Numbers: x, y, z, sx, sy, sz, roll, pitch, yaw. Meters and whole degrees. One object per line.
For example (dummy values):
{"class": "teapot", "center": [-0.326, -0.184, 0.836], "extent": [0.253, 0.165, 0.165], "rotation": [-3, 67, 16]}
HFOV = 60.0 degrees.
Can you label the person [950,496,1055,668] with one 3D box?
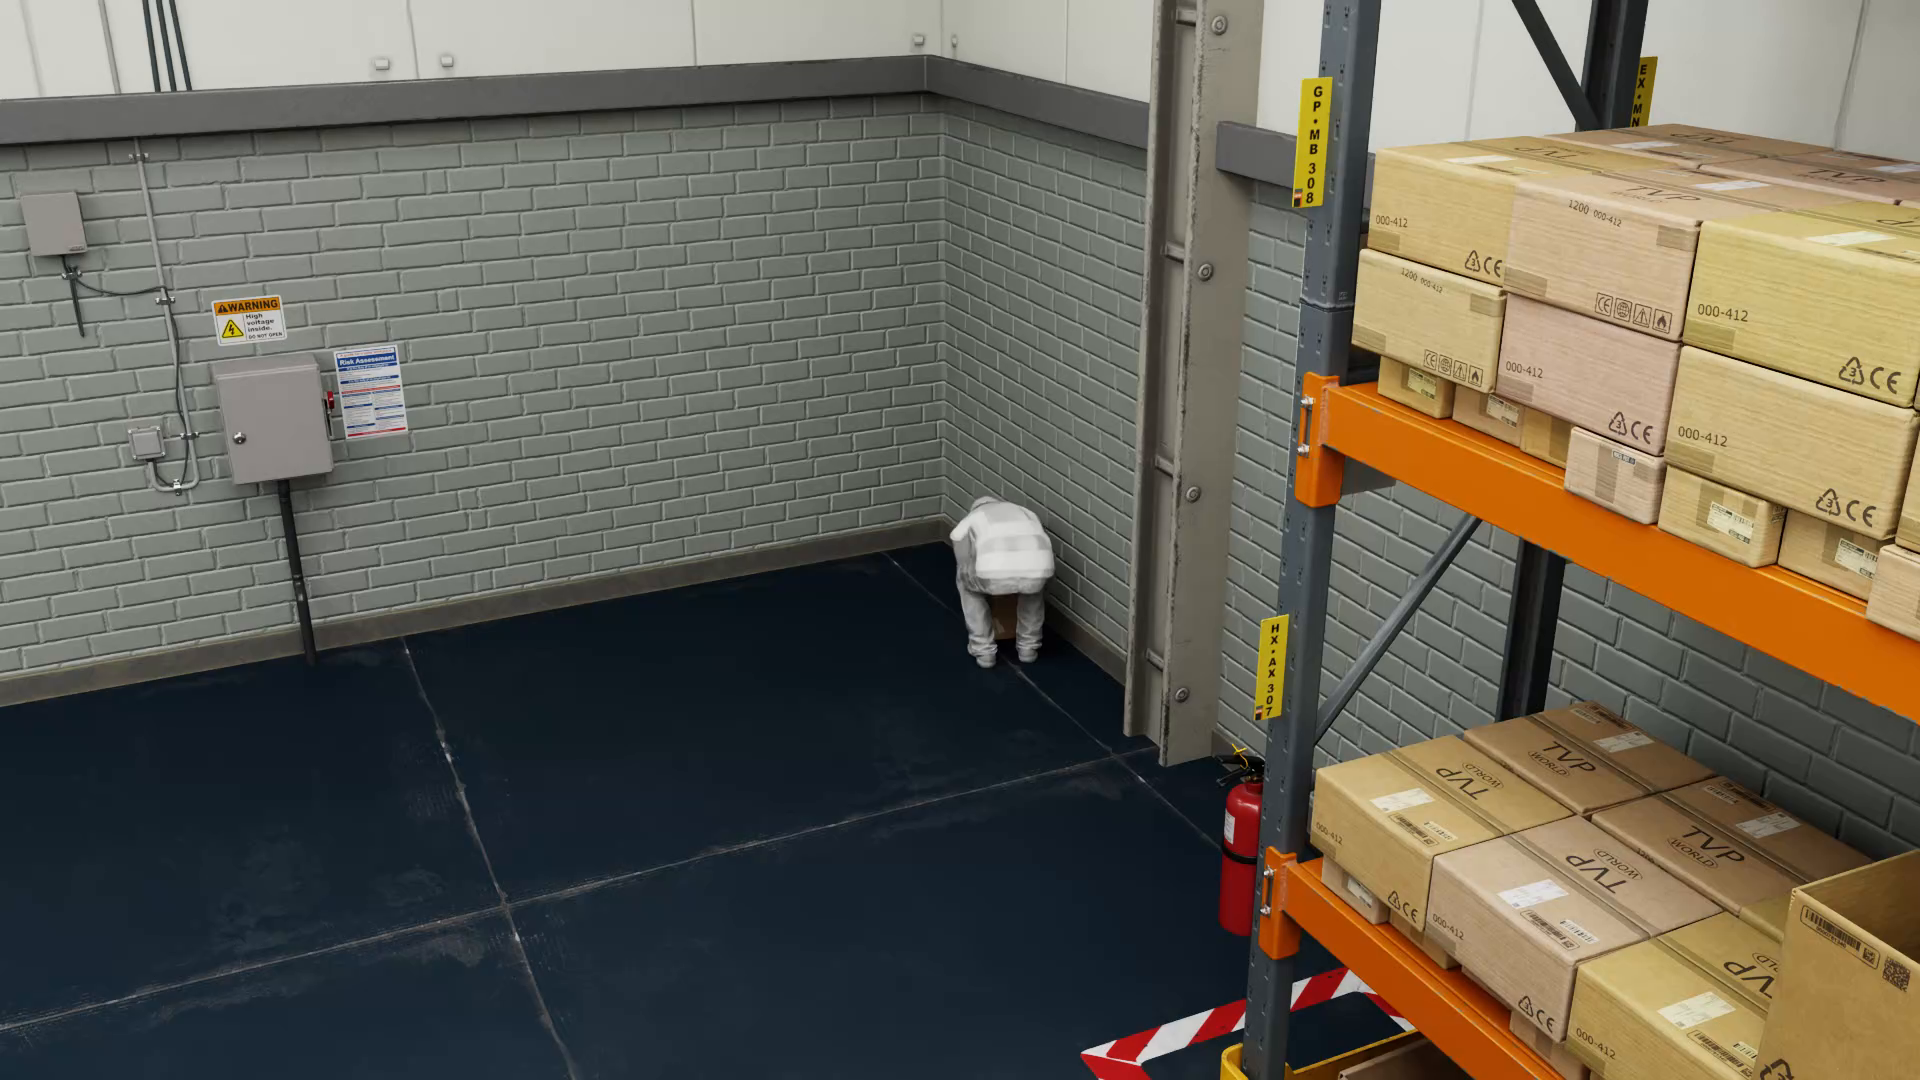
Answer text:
{"class": "person", "center": [0.225, 0.217, 9.317], "extent": [0.535, 0.862, 0.991], "rotation": [-3, 22, -8]}
